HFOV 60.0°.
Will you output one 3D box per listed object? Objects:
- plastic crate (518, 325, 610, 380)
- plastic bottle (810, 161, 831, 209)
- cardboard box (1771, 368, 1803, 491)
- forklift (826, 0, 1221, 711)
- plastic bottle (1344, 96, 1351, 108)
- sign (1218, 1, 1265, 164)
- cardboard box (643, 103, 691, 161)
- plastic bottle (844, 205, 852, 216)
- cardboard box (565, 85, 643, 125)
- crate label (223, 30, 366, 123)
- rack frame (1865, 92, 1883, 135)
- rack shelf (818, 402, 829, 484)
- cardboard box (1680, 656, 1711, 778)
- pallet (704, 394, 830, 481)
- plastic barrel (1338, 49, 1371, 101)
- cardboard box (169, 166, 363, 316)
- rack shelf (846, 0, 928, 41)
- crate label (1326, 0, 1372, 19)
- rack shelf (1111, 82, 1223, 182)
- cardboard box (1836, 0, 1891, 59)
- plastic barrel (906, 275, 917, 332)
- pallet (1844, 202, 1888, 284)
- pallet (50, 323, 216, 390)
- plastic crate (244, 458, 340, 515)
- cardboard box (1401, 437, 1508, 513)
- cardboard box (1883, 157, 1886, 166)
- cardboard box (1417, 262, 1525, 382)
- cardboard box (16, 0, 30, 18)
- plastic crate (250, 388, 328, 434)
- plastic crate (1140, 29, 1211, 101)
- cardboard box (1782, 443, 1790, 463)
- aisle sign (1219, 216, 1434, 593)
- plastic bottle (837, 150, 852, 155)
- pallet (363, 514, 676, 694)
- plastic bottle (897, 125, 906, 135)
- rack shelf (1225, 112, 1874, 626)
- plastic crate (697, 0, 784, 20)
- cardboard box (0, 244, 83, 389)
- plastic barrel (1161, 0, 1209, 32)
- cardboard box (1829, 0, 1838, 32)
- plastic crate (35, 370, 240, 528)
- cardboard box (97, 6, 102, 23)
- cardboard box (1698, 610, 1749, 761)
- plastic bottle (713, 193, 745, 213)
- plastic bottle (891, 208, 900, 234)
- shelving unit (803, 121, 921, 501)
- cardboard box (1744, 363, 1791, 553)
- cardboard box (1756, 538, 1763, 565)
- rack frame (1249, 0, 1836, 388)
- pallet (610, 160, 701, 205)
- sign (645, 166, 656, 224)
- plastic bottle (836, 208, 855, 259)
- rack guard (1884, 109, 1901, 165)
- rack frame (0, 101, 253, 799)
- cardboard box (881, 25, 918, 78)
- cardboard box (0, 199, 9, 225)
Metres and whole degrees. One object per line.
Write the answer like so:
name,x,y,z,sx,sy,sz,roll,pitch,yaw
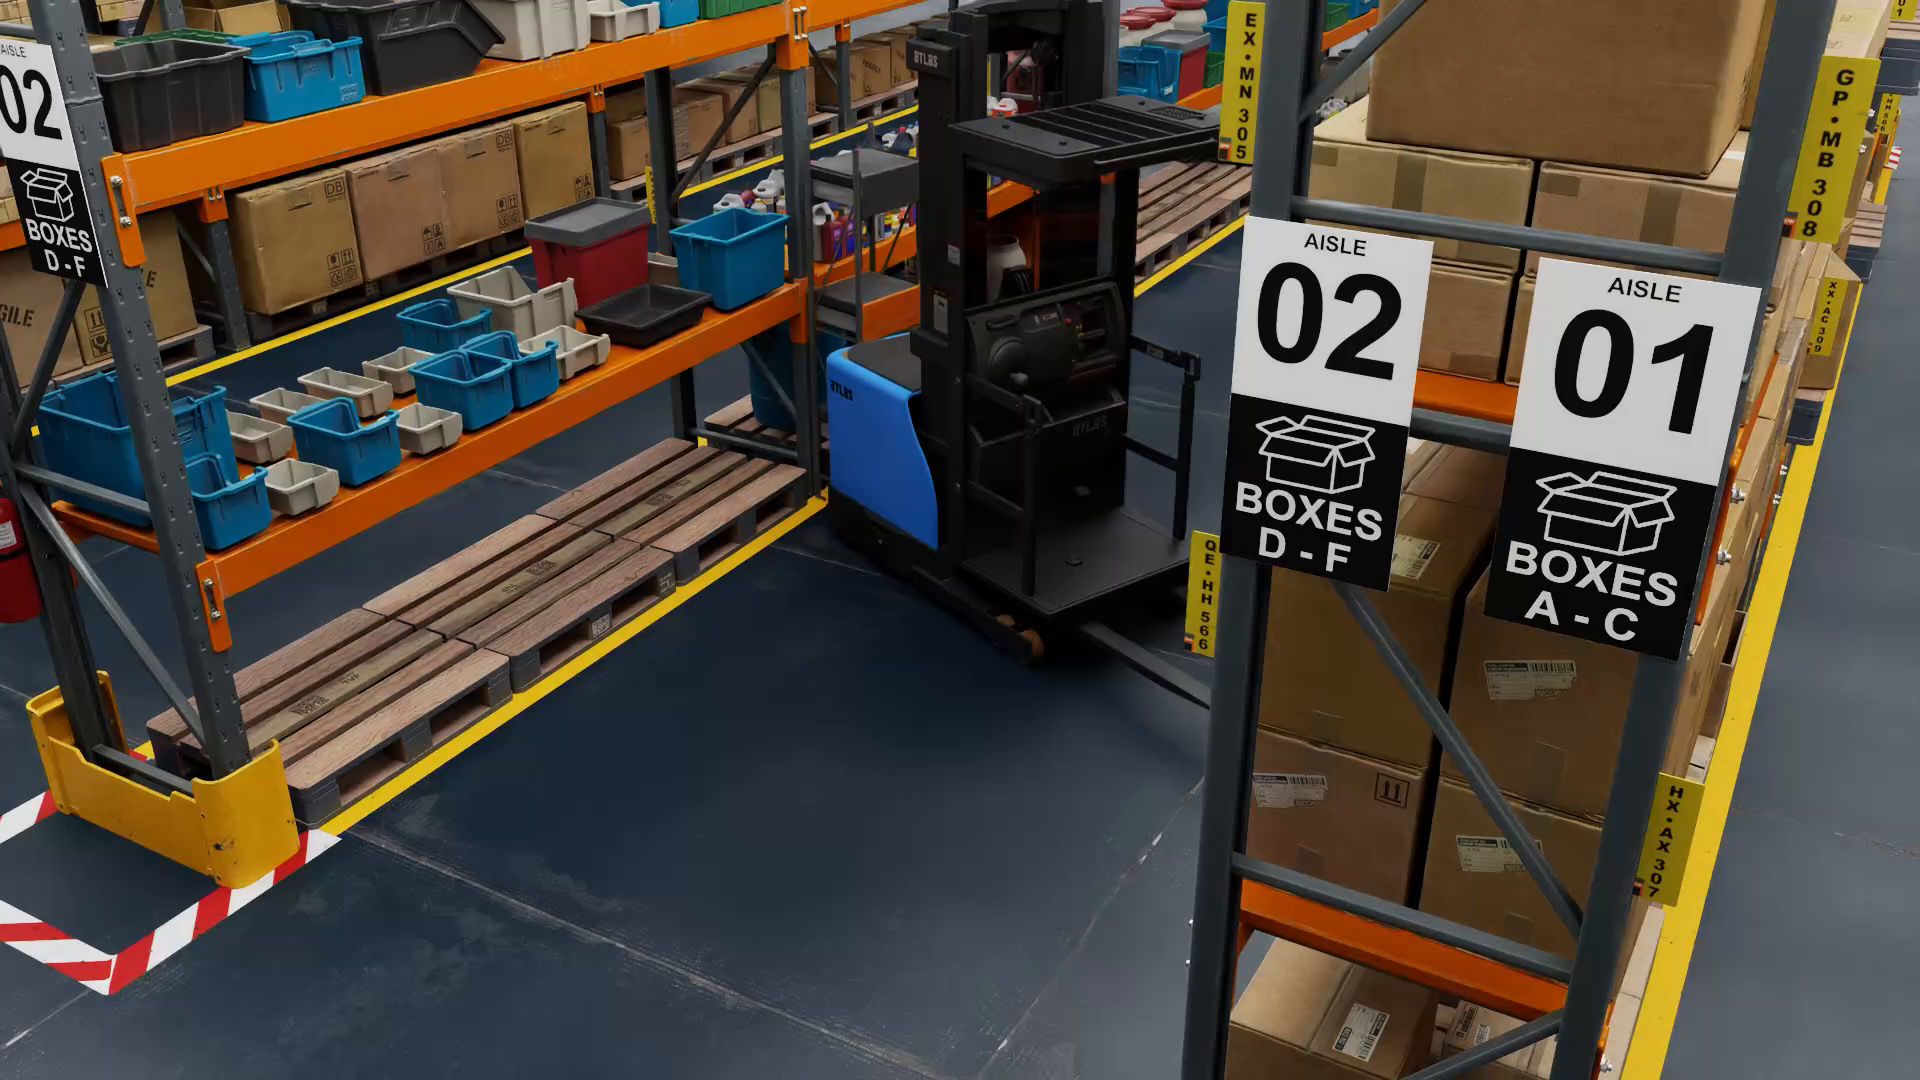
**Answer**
plastic crate,-1.871,-0.892,7.909,0.293,0.136,0.466,14,30,26
plastic bottle,-0.893,-2.177,10.303,0.144,0.351,0.185,14,30,26
cardboard box,3.012,-0.429,6.645,0.500,0.500,0.500,15,30,27
forklift,0.558,-0.958,7.889,1.130,2.935,3.031,-19,32,-33
plastic bottle,4.063,-4.525,17.482,0.061,0.283,0.133,15,30,27
sign,0.593,-0.944,3.446,0.100,0.325,0.005,14,30,26
cardboard box,-3.047,-3.941,16.073,0.700,0.500,0.500,12,29,22
plastic bottle,-0.655,-1.899,9.914,0.097,0.201,0.097,0,27,0
cardboard box,-3.317,-4.060,15.472,0.500,0.250,0.500,16,31,28
crate label,-2.509,-1.733,6.175,0.408,0.251,0.502,14,30,26
rack frame,5.002,-2.195,10.284,1.000,3.000,0.127,14,30,26
rack shelf,-0.530,-0.578,9.625,0.431,0.518,0.480,22,35,36
cardboard box,1.763,0.561,4.667,0.500,0.500,0.500,14,30,26
pallet,-0.861,-0.773,10.558,1.003,0.211,1.213,14,30,26
plastic barrel,4.370,-5.207,18.611,0.421,0.512,0.421,0,27,0
cardboard box,-5.291,-2.310,12.419,1.225,0.875,0.875,14,30,26
rack shelf,-0.669,-6.394,19.477,1.077,0.370,4.000,14,30,26
crate label,3.957,-5.644,17.134,0.502,0.435,0.616,14,30,26
rack shelf,1.675,-3.745,14.184,1.077,0.370,4.000,14,30,26
cardboard box,2.782,-1.690,5.534,0.500,0.250,0.500,14,30,26
plastic barrel,-0.290,-1.488,11.182,0.421,0.512,0.421,0,27,0
pallet,4.730,-1.829,9.768,1.213,0.211,1.003,14,30,26
pallet,-6.031,-1.293,11.597,1.003,0.211,1.213,14,30,26
plastic crate,-2.606,-0.209,6.544,0.250,0.136,0.298,14,30,26
cardboard box,1.294,0.000,4.670,0.500,0.500,0.500,15,30,27
cardboard box,8.451,-3.604,15.701,0.500,0.250,0.500,14,30,26
cardboard box,1.090,-0.610,3.934,0.500,0.250,0.500,14,30,26
cardboard box,-8.495,-4.821,15.009,0.380,0.149,0.250,14,30,25
plastic crate,-2.846,-0.546,7.217,0.396,0.136,0.243,14,30,26
plastic crate,1.753,-3.878,13.575,0.402,0.464,0.583,14,30,26
cardboard box,3.976,-0.575,8.511,0.500,0.250,0.500,14,30,26
aisle sign,0.766,-0.280,3.555,0.394,0.787,0.004,14,30,26
plastic bottle,-0.756,-2.379,10.791,0.152,0.276,0.135,14,30,26
pallet,-2.204,0.291,8.433,1.003,0.211,1.213,14,30,26
plastic bottle,-0.411,-2.697,11.418,0.061,0.283,0.133,14,30,26
rack shelf,2.050,-0.876,5.102,1.077,0.370,4.000,14,30,26
plastic crate,-1.222,-2.743,8.265,0.450,0.188,0.662,14,30,26
cardboard box,-6.426,-1.466,10.733,0.875,0.875,0.875,14,30,26
plastic barrel,1.997,-4.582,14.901,0.433,0.535,0.433,0,27,0
cardboard box,2.105,-1.683,4.682,0.700,0.500,0.500,14,30,26
plastic crate,-3.242,-0.384,6.559,0.616,0.435,0.499,14,30,26
cardboard box,-8.239,-4.893,15.485,0.380,0.149,0.250,13,29,24
cardboard box,3.001,0.570,7.062,0.500,0.500,0.500,14,30,26
plastic bottle,-1.364,-1.898,9.828,0.152,0.276,0.135,14,30,26
plastic bottle,-0.408,-1.956,10.028,0.097,0.201,0.097,0,27,0
shelving unit,-0.523,-1.211,9.296,0.431,2.100,0.503,22,35,36
cardboard box,2.264,-0.281,5.232,0.500,0.500,0.500,14,30,26
cardboard box,3.737,-0.060,8.320,0.500,0.500,0.500,15,30,27
rack frame,1.066,-1.760,2.713,1.000,3.000,0.127,14,30,26
pallet,-3.235,-3.435,15.876,1.003,0.211,1.213,14,30,26
sign,-1.755,-1.974,9.533,0.100,0.325,0.005,14,30,26
plastic bottle,-0.659,-1.777,9.579,0.061,0.283,0.133,14,30,26
rack guard,8.949,-4.204,17.090,1.175,0.500,0.348,14,30,26
rack frame,-3.244,-0.169,6.237,1.000,3.000,0.127,14,30,26
cardboard box,-0.596,-5.846,19.900,0.500,0.500,0.500,17,31,31
cardboard box,-6.085,-2.015,10.204,0.380,0.149,0.250,14,30,25
